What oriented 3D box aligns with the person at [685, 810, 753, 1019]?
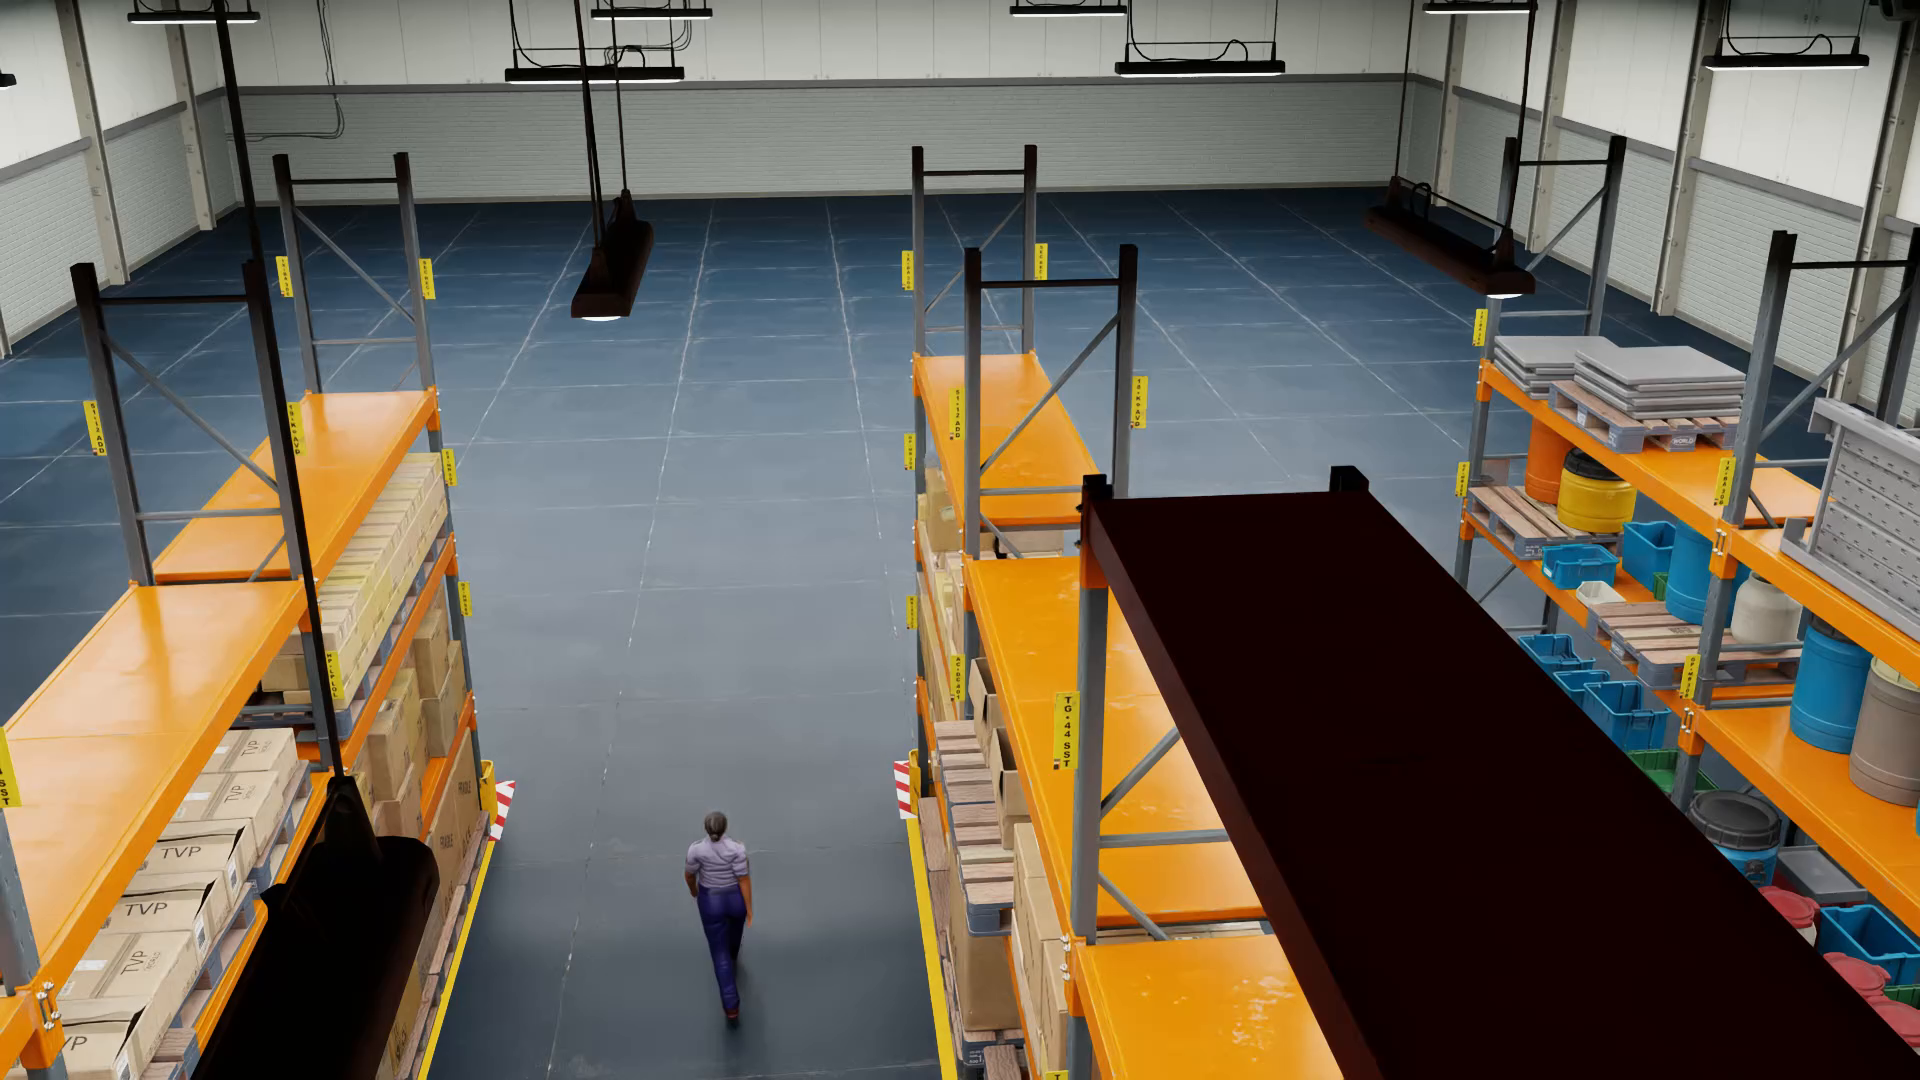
[{"bbox_3d":[-1.830,2.714,12.618,0.469,1.562,1.049,-8,23,-20],"label":"person"}]
